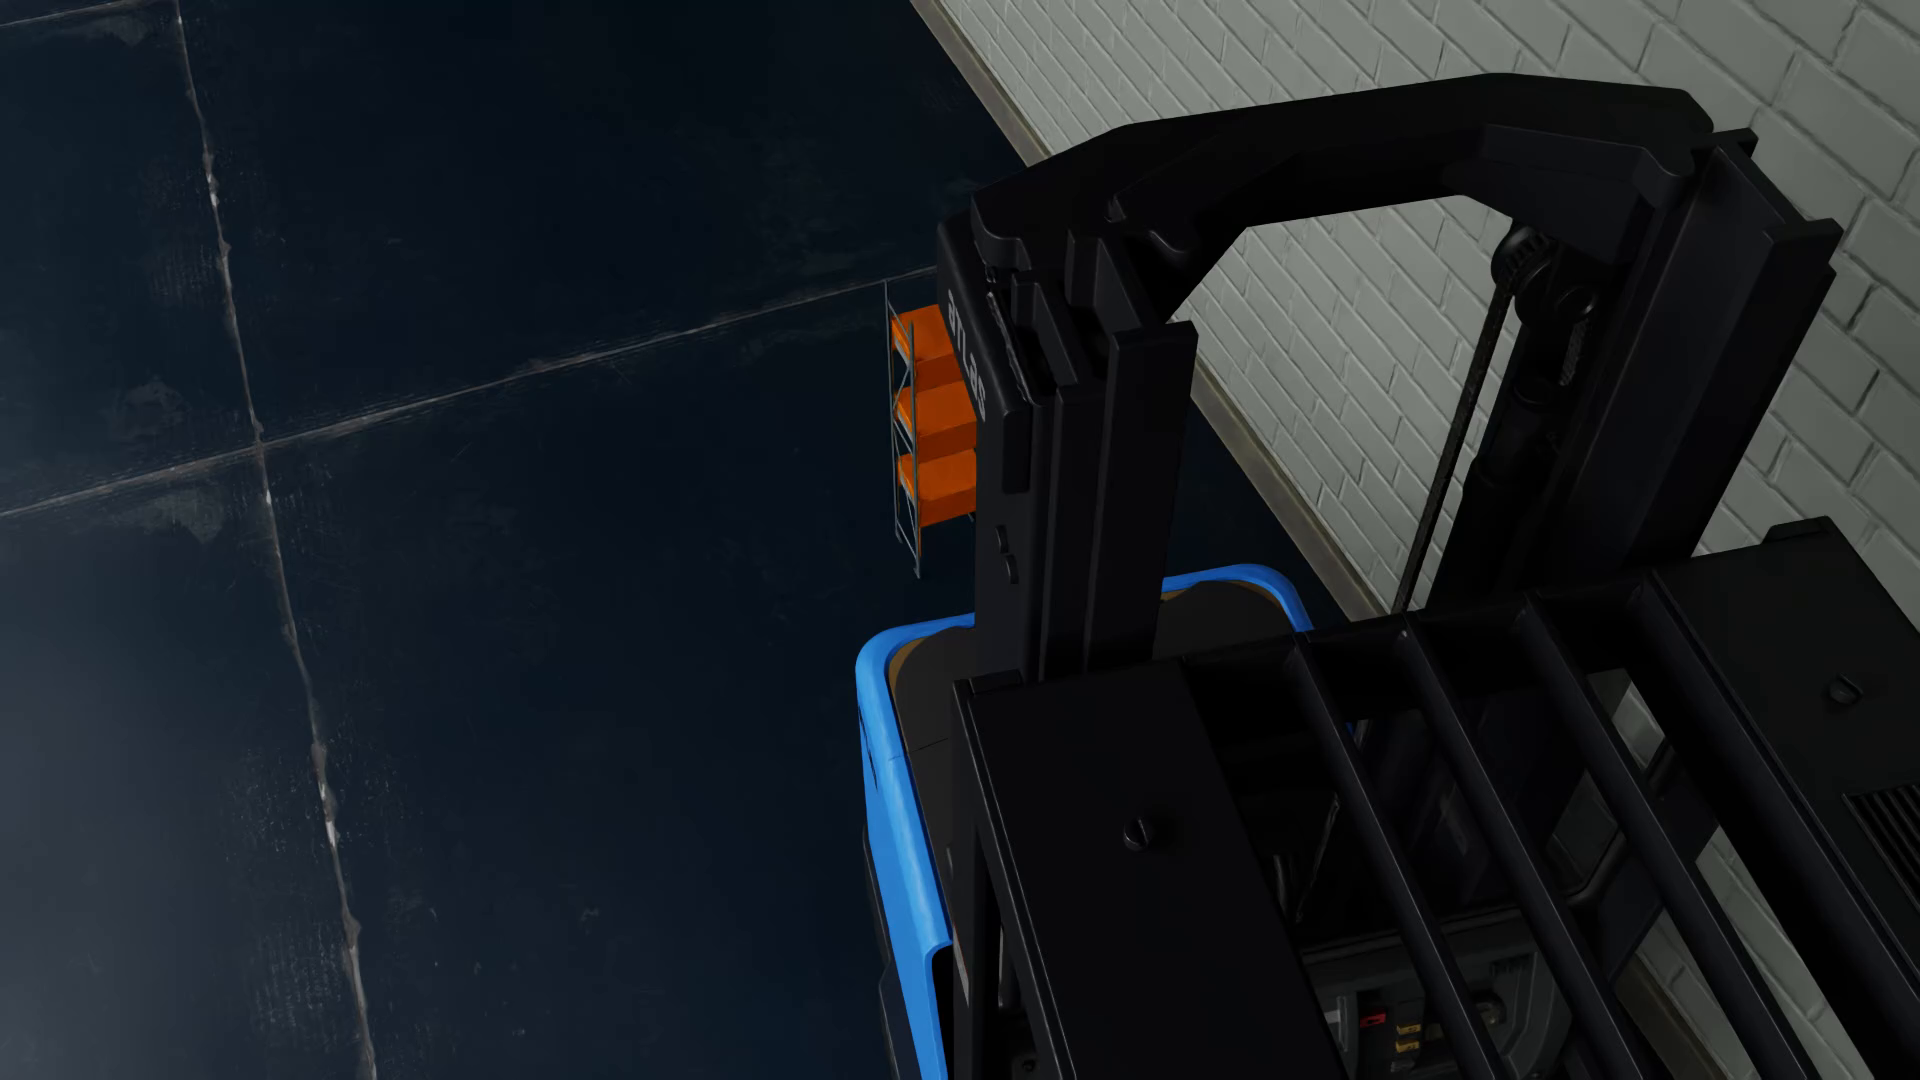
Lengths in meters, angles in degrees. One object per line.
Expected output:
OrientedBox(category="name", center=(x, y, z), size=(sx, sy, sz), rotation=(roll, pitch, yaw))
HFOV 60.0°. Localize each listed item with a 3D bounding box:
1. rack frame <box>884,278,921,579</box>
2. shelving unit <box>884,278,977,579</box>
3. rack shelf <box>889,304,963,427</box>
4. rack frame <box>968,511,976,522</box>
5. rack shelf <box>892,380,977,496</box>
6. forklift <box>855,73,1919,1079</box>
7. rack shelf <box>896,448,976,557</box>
OrientedBox(category="rack frame", center=(-0.162, -0.292, 4.808), size=(0.008, 1.050, 0.200), rotation=(-17, 52, -14))
OrientedBox(category="shelving unit", center=(-0.050, -0.327, 4.839), size=(0.252, 1.050, 0.215), rotation=(-17, 52, -14))
OrientedBox(category="rack shelf", center=(-0.050, -0.505, 4.631), size=(0.240, 0.259, 0.215), rotation=(-17, 52, -14))
OrientedBox(category="rack frame", center=(0.063, -0.362, 4.869), size=(0.008, 1.050, 0.200), rotation=(-17, 52, -14))
OrientedBox(category="rack shelf", center=(-0.050, -0.320, 4.847), size=(0.240, 0.259, 0.215), rotation=(-17, 52, -14))
OrientedBox(category="forklift", center=(0.587, 0.958, 2.495), size=(1.130, 2.935, 3.031), rotation=(-10, 50, -8))
OrientedBox(category="rack shelf", center=(-0.050, -0.139, 5.057), size=(0.240, 0.259, 0.215), rotation=(-17, 52, -14))
